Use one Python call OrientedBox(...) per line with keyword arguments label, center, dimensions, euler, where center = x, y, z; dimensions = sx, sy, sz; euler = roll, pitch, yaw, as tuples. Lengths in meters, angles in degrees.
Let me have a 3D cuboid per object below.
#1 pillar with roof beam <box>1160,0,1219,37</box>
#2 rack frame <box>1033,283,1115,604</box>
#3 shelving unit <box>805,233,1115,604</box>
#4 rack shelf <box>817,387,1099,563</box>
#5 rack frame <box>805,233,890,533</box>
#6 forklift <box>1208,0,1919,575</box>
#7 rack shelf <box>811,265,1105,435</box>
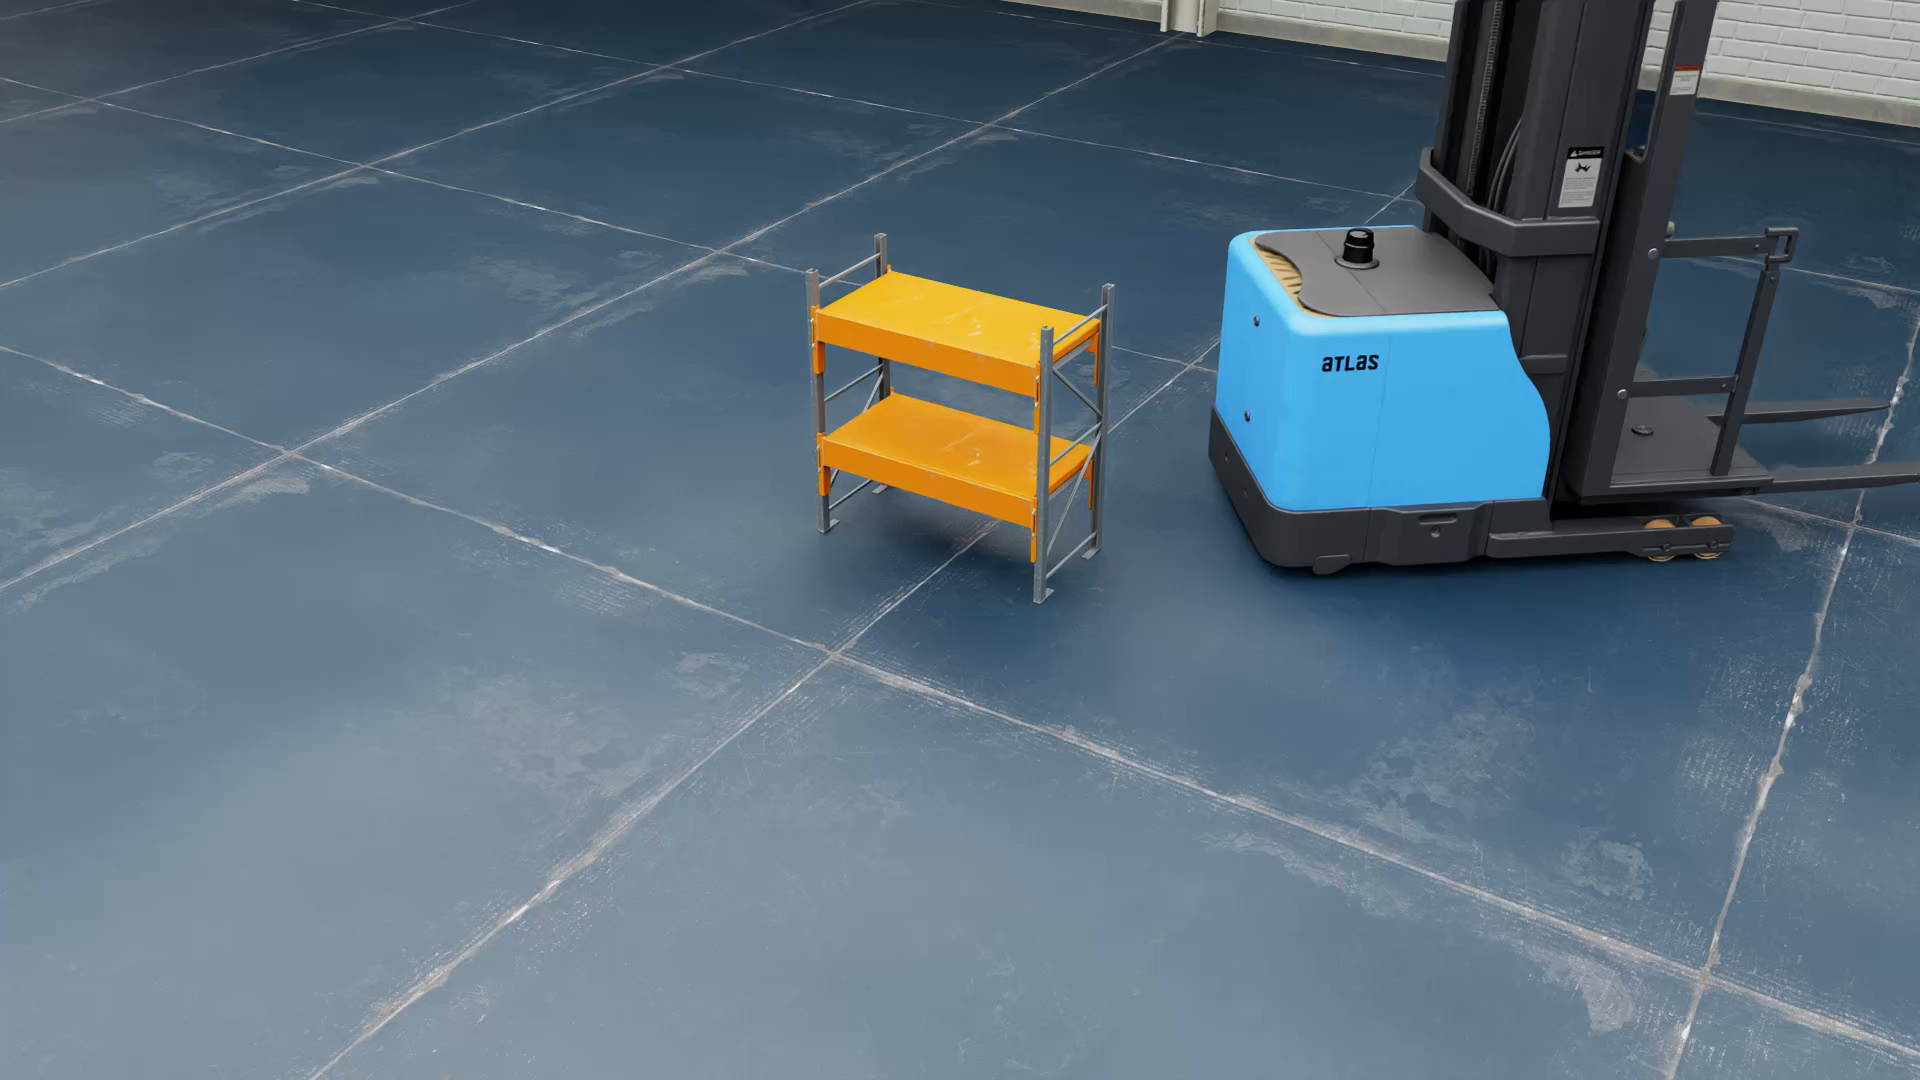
OrientedBox(label="pillar with roof beam", center=(-0.331, -6.414, 8.814), dimensions=(0.400, 9.000, 9.100), euler=(18, 35, 27))
OrientedBox(label="rack frame", center=(0.425, -0.351, 6.236), dimensions=(0.032, 1.125, 0.500), euler=(18, 35, 27))
OrientedBox(label="shelving unit", center=(-0.006, -0.488, 6.470), dimensions=(1.048, 1.125, 0.538), euler=(18, 35, 27))
OrientedBox(label="rack shelf", center=(-0.006, -0.276, 6.593), dimensions=(1.000, 0.278, 0.538), euler=(18, 35, 27))
OrientedBox(label="rack frame", center=(-0.436, -0.624, 6.703), dimensions=(0.032, 1.125, 0.500), euler=(18, 35, 27))
OrientedBox(label="forklift", center=(2.633, -1.442, 6.312), dimensions=(3.031, 2.935, 1.130), euler=(-3, 30, -6))
OrientedBox(label="rack shelf", center=(-0.006, -0.740, 6.322), dimensions=(1.000, 0.278, 0.538), euler=(18, 35, 27))
